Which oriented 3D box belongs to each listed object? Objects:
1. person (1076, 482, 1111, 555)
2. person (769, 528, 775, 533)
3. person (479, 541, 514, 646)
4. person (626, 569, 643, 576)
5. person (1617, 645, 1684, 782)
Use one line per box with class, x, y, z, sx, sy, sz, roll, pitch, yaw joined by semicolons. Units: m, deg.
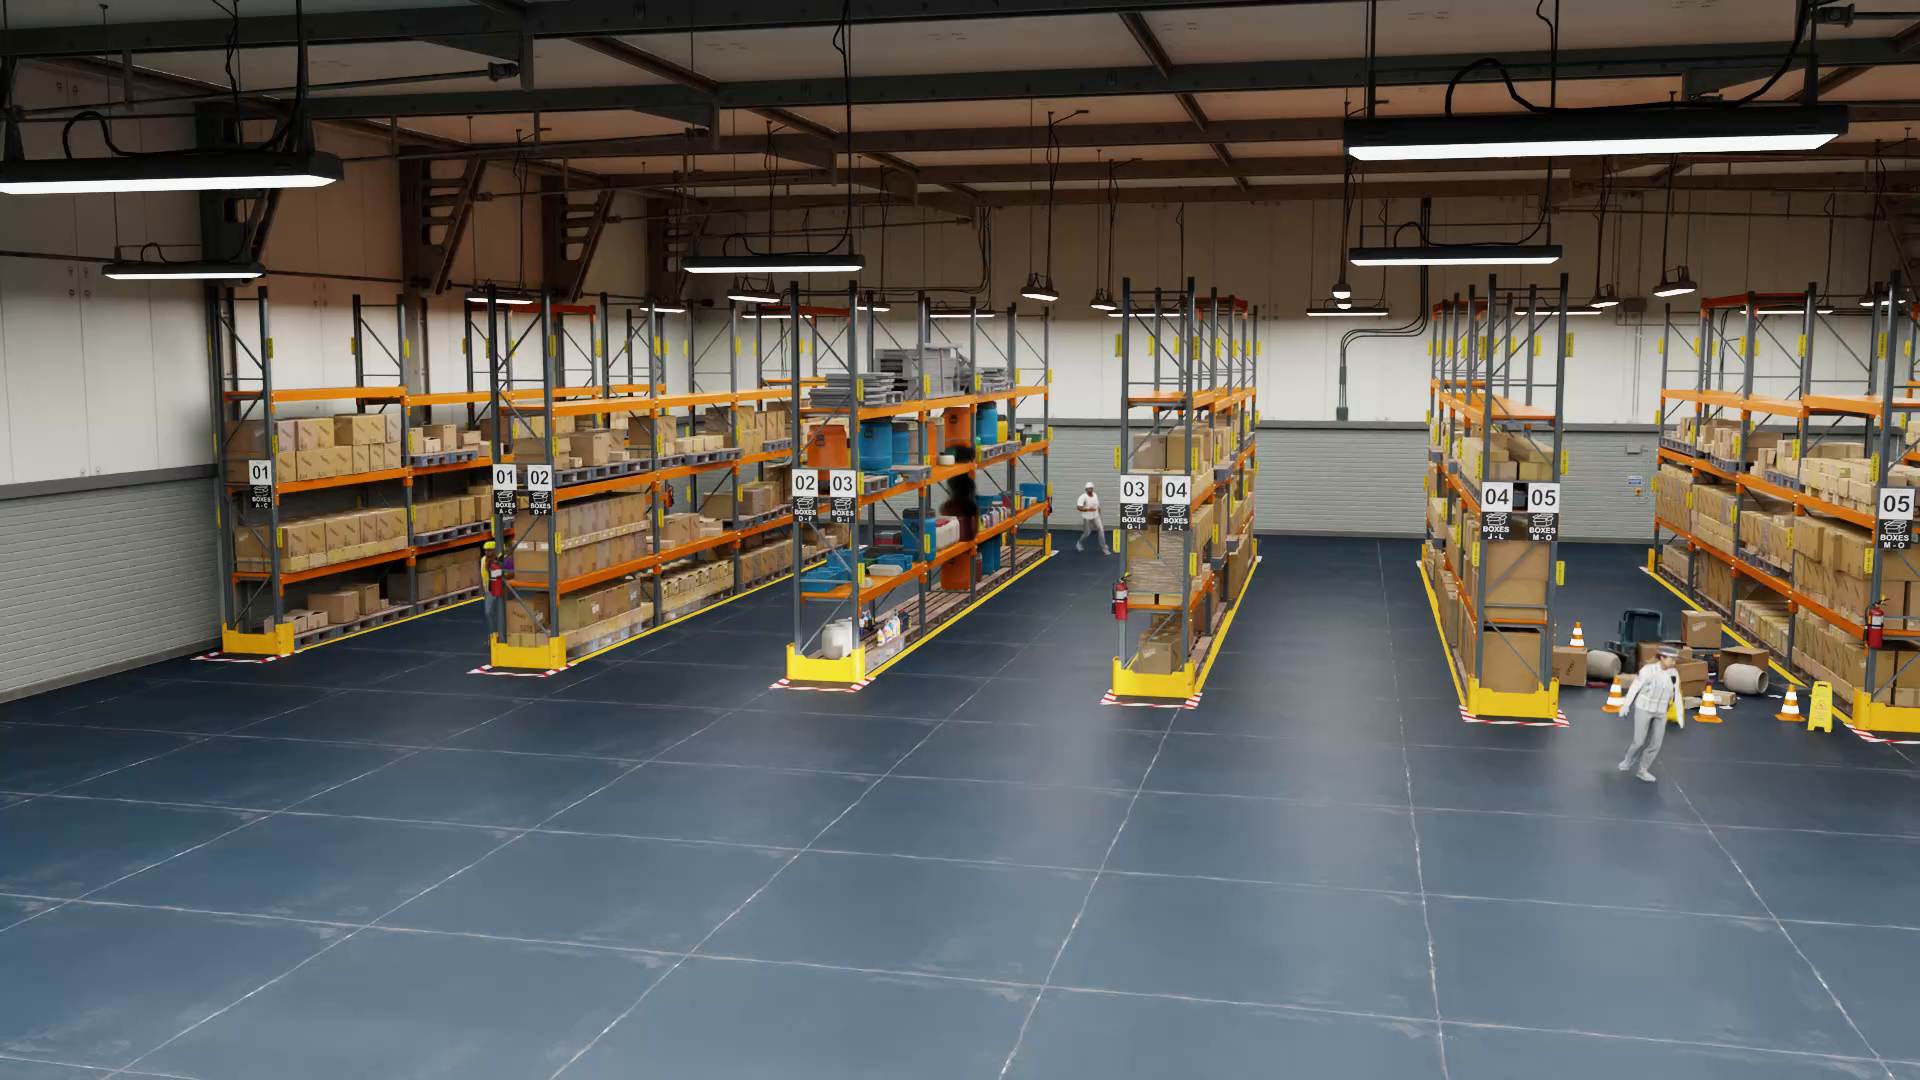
person;3.182;-0.530;40.540;0.714;1.761;0.980;-4;8;-33
person;-5.171;-0.829;43.599;0.836;1.696;0.591;2;7;17
person;-7.888;0.878;28.253;0.694;1.738;0.870;1;7;9
person;-6.715;0.346;34.102;0.515;1.500;0.739;0;7;0
person;8.008;1.996;19.263;0.621;1.622;0.578;-1;7;-8
